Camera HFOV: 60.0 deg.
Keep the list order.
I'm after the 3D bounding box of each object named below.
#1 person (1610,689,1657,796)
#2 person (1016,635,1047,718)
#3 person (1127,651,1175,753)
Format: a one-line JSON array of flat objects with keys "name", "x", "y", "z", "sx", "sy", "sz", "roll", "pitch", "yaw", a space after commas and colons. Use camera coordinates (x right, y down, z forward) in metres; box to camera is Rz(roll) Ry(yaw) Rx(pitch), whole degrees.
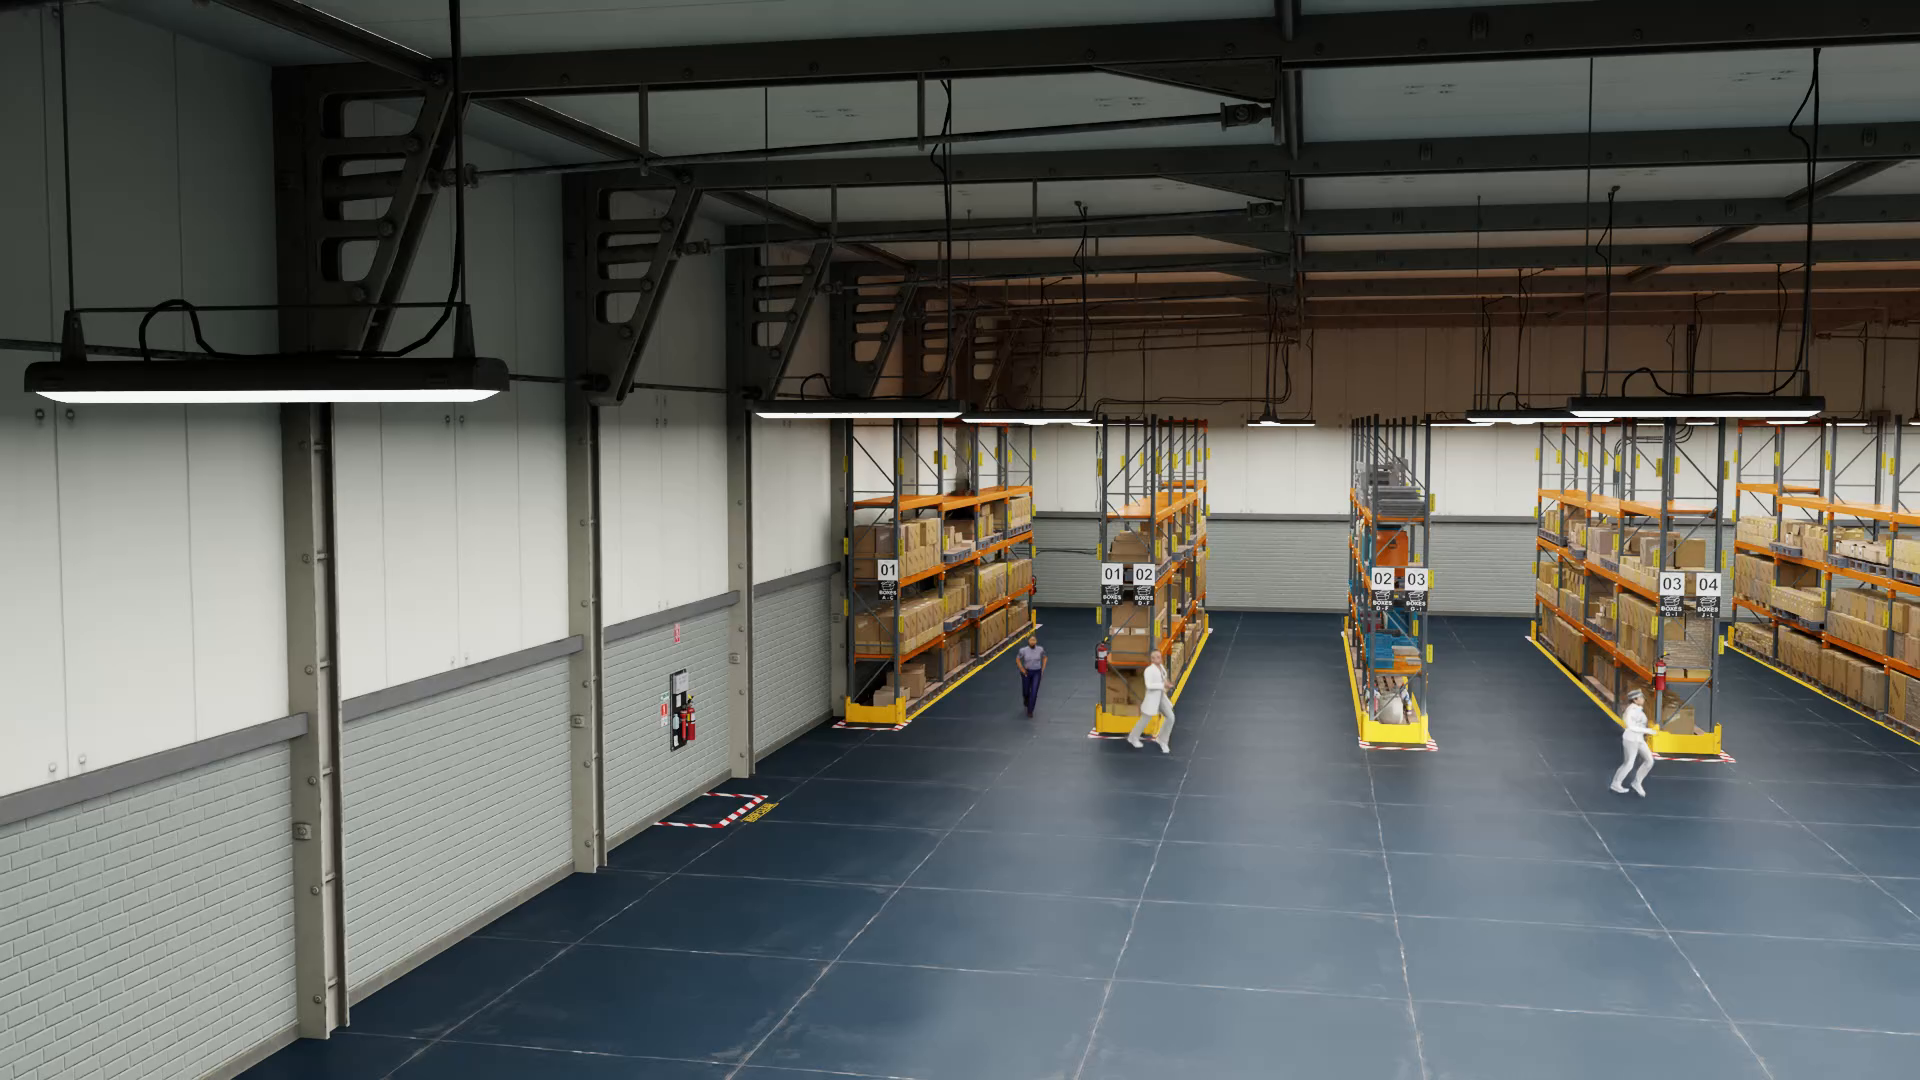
[{"name": "person", "x": 10.530, "y": 3.158, "z": 25.943, "sx": 0.704, "sy": 1.712, "sz": 0.601, "roll": 3, "pitch": 5, "yaw": 40}, {"name": "person", "x": 1.441, "y": 2.720, "z": 33.369, "sx": 0.630, "sy": 1.612, "sz": 0.759, "roll": 0, "pitch": 4, "yaw": -1}, {"name": "person", "x": 3.457, "y": 2.968, "z": 29.571, "sx": 0.731, "sy": 1.639, "sz": 0.975, "roll": -4, "pitch": 5, "yaw": -44}]
